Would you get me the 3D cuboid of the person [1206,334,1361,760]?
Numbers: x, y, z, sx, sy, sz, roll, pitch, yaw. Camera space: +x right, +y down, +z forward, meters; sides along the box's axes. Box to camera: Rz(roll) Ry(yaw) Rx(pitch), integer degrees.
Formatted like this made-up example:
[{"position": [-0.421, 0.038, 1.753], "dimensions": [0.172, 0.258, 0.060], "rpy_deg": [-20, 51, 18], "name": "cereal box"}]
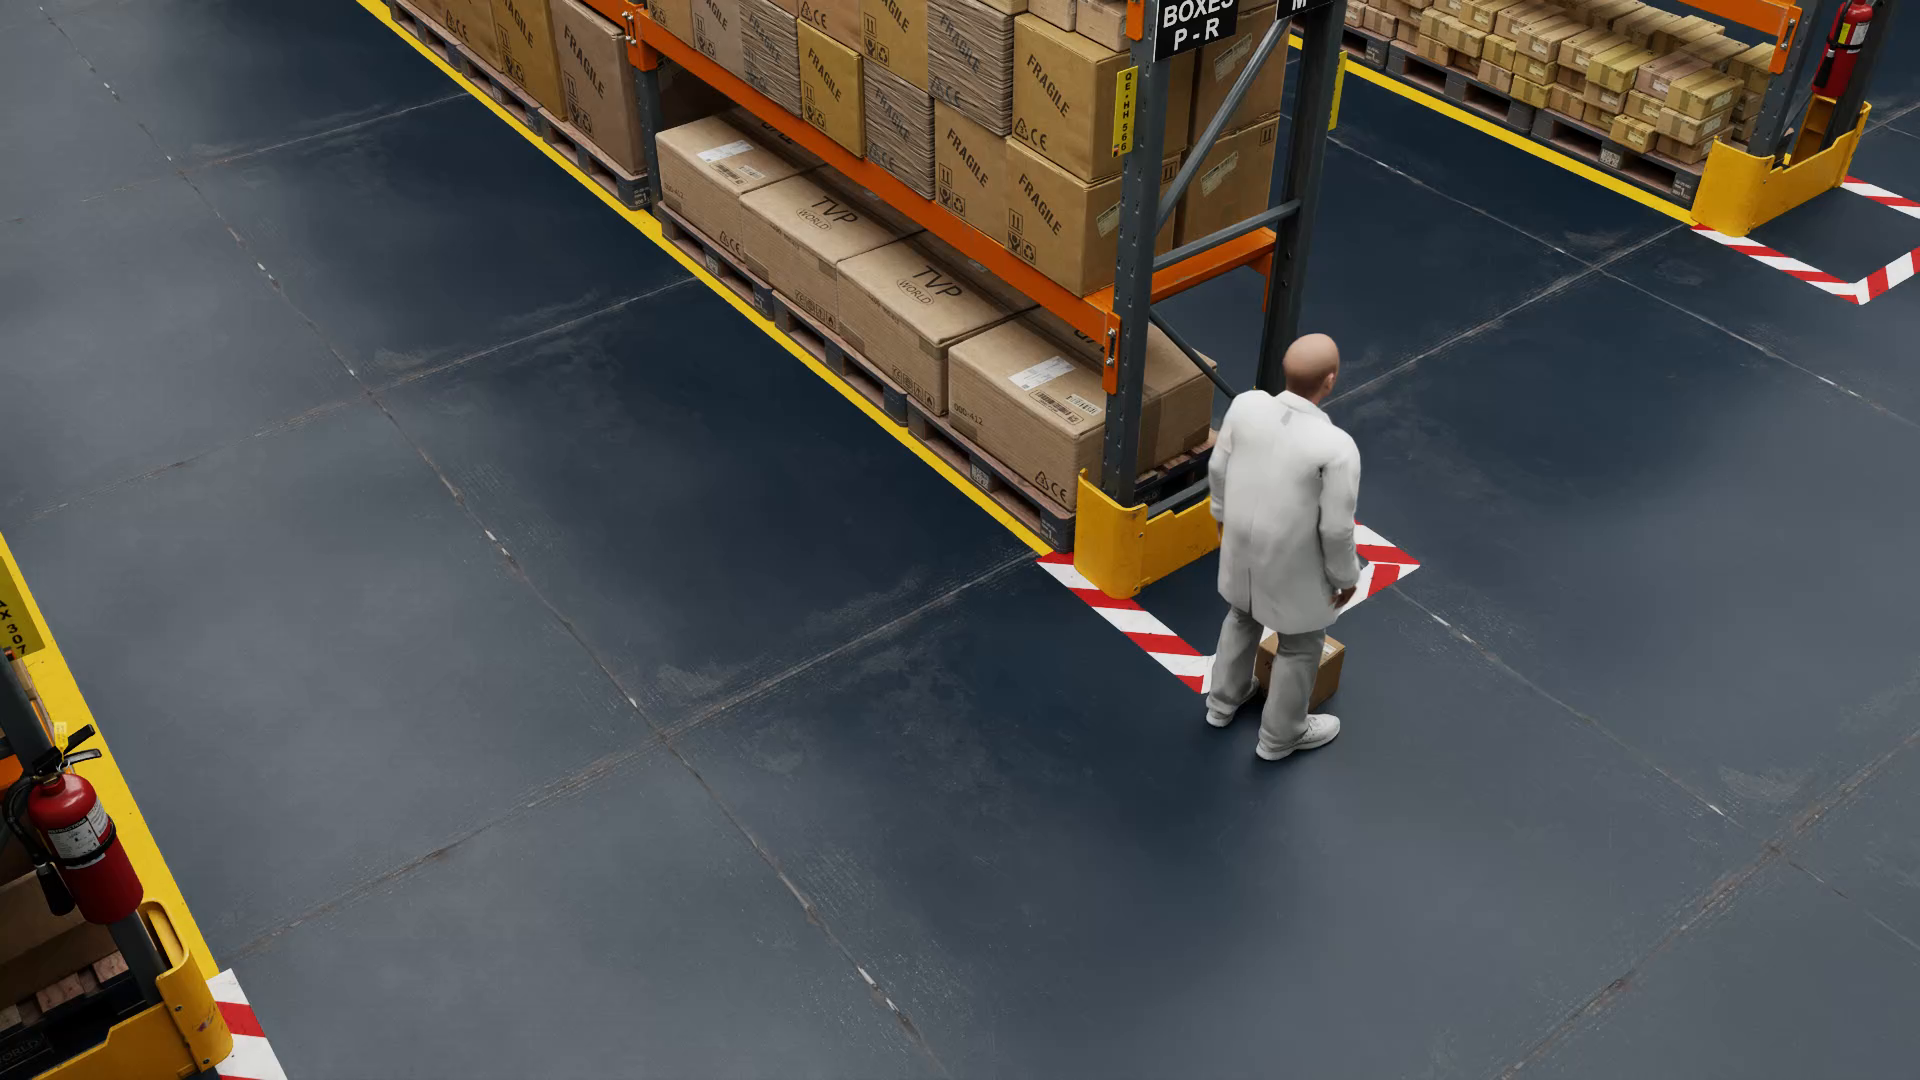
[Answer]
[{"position": [1.177, 0.032, 6.129], "dimensions": [0.417, 1.774, 0.656], "rpy_deg": [-31, 49, -32], "name": "person"}]
